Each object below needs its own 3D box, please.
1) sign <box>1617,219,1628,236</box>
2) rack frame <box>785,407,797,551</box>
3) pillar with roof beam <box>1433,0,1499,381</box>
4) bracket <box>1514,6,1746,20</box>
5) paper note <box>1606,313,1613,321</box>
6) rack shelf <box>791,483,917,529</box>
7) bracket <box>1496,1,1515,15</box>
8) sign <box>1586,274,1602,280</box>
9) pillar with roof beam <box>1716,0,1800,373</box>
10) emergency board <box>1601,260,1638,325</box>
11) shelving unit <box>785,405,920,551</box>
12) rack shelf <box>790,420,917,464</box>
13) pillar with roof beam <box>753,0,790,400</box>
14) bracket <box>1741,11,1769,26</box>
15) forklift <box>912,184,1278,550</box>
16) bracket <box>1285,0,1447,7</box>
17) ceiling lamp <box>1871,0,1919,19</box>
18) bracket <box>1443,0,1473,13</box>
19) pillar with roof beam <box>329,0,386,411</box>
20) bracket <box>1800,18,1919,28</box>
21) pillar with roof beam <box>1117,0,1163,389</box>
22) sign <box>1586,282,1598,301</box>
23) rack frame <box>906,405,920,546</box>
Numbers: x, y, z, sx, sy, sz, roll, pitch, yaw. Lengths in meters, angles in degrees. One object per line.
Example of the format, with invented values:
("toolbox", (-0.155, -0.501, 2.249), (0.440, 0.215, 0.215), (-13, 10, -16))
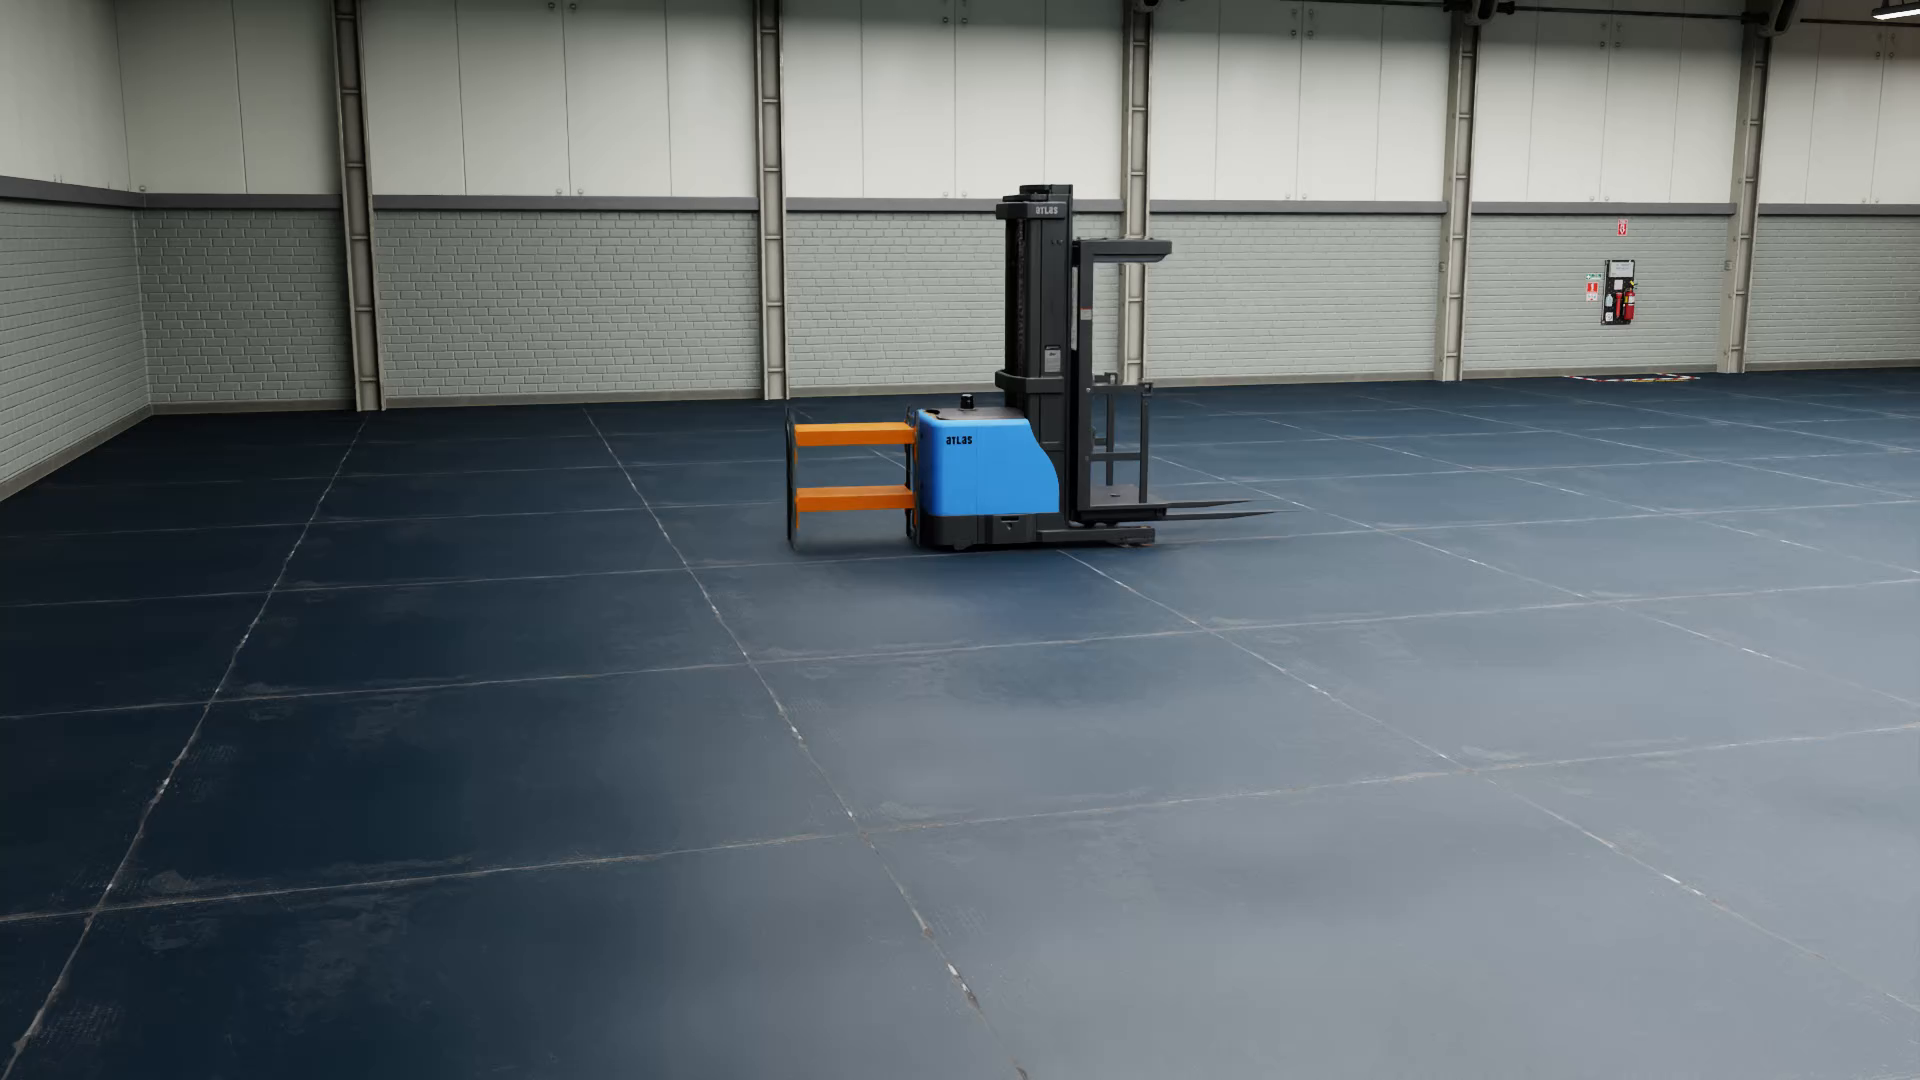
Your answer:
("sign", (11.964, -5.647, 30.031), (0.199, 0.298, 0.001), (-3, 11, -16))
("rack frame", (-1.393, -0.511, 13.717), (0.032, 1.125, 0.500), (-2, 11, -11))
("pillar with roof beam", (9.826, -6.506, 24.534), (0.548, 9.000, 9.100), (-3, 11, -16))
("bracket", (11.594, -9.115, 28.761), (4.783, 0.066, 0.076), (-3, 11, -16))
("paper note", (11.811, -4.059, 30.245), (0.142, 0.148, 0.016), (-3, 11, -16))
("rack shelf", (-0.895, -0.289, 13.859), (1.000, 0.278, 0.538), (-2, 11, -11))
("bracket", (9.120, -8.984, 28.052), (0.430, 0.232, 0.235), (-3, 11, -16))
("sign", (11.447, -4.756, 30.036), (0.331, 0.109, 0.001), (-3, 11, -16))
("pillar with roof beam", (15.586, -6.810, 26.184), (0.548, 9.000, 9.100), (-3, 11, -16))
("emergency board", (12.000, -4.490, 30.149), (0.643, 1.169, 0.194), (-3, 11, -16))
("shelving unit", (-0.895, -0.529, 13.815), (1.048, 1.125, 0.538), (-2, 11, -11))
("rack shelf", (-0.895, -0.817, 13.762), (1.000, 0.278, 0.538), (-2, 11, -11))
("pillar with roof beam", (-1.696, -5.899, 21.236), (0.400, 9.000, 9.100), (-3, 11, -16))
("bracket", (14.084, -9.246, 29.474), (0.430, 0.232, 0.235), (-3, 11, -16))
("forklift", (1.154, -1.470, 13.936), (3.031, 2.935, 1.130), (-2, 11, -11))
("bracket", (5.833, -8.811, 27.111), (4.783, 0.066, 0.076), (-3, 11, -16))
("ceiling lamp", (14.353, -9.492, 24.631), (0.800, 3.185, 2.000), (-3, 11, -16))
("bracket", (8.323, -8.942, 27.824), (0.430, 0.232, 0.235), (-3, 11, -16))
("pillar with roof beam", (-7.457, -5.596, 19.586), (0.400, 9.000, 9.100), (-3, 11, -16))
("bracket", (17.355, -9.418, 30.410), (4.783, 0.066, 0.076), (-3, 11, -16))
("pillar with roof beam", (4.065, -6.203, 22.885), (0.548, 9.000, 9.100), (-3, 11, -16))
("sign", (11.440, -4.497, 30.091), (0.234, 0.329, 0.001), (-3, 11, -16))
("rack frame", (-0.396, -0.547, 13.912), (0.032, 1.125, 0.500), (-2, 11, -11))
